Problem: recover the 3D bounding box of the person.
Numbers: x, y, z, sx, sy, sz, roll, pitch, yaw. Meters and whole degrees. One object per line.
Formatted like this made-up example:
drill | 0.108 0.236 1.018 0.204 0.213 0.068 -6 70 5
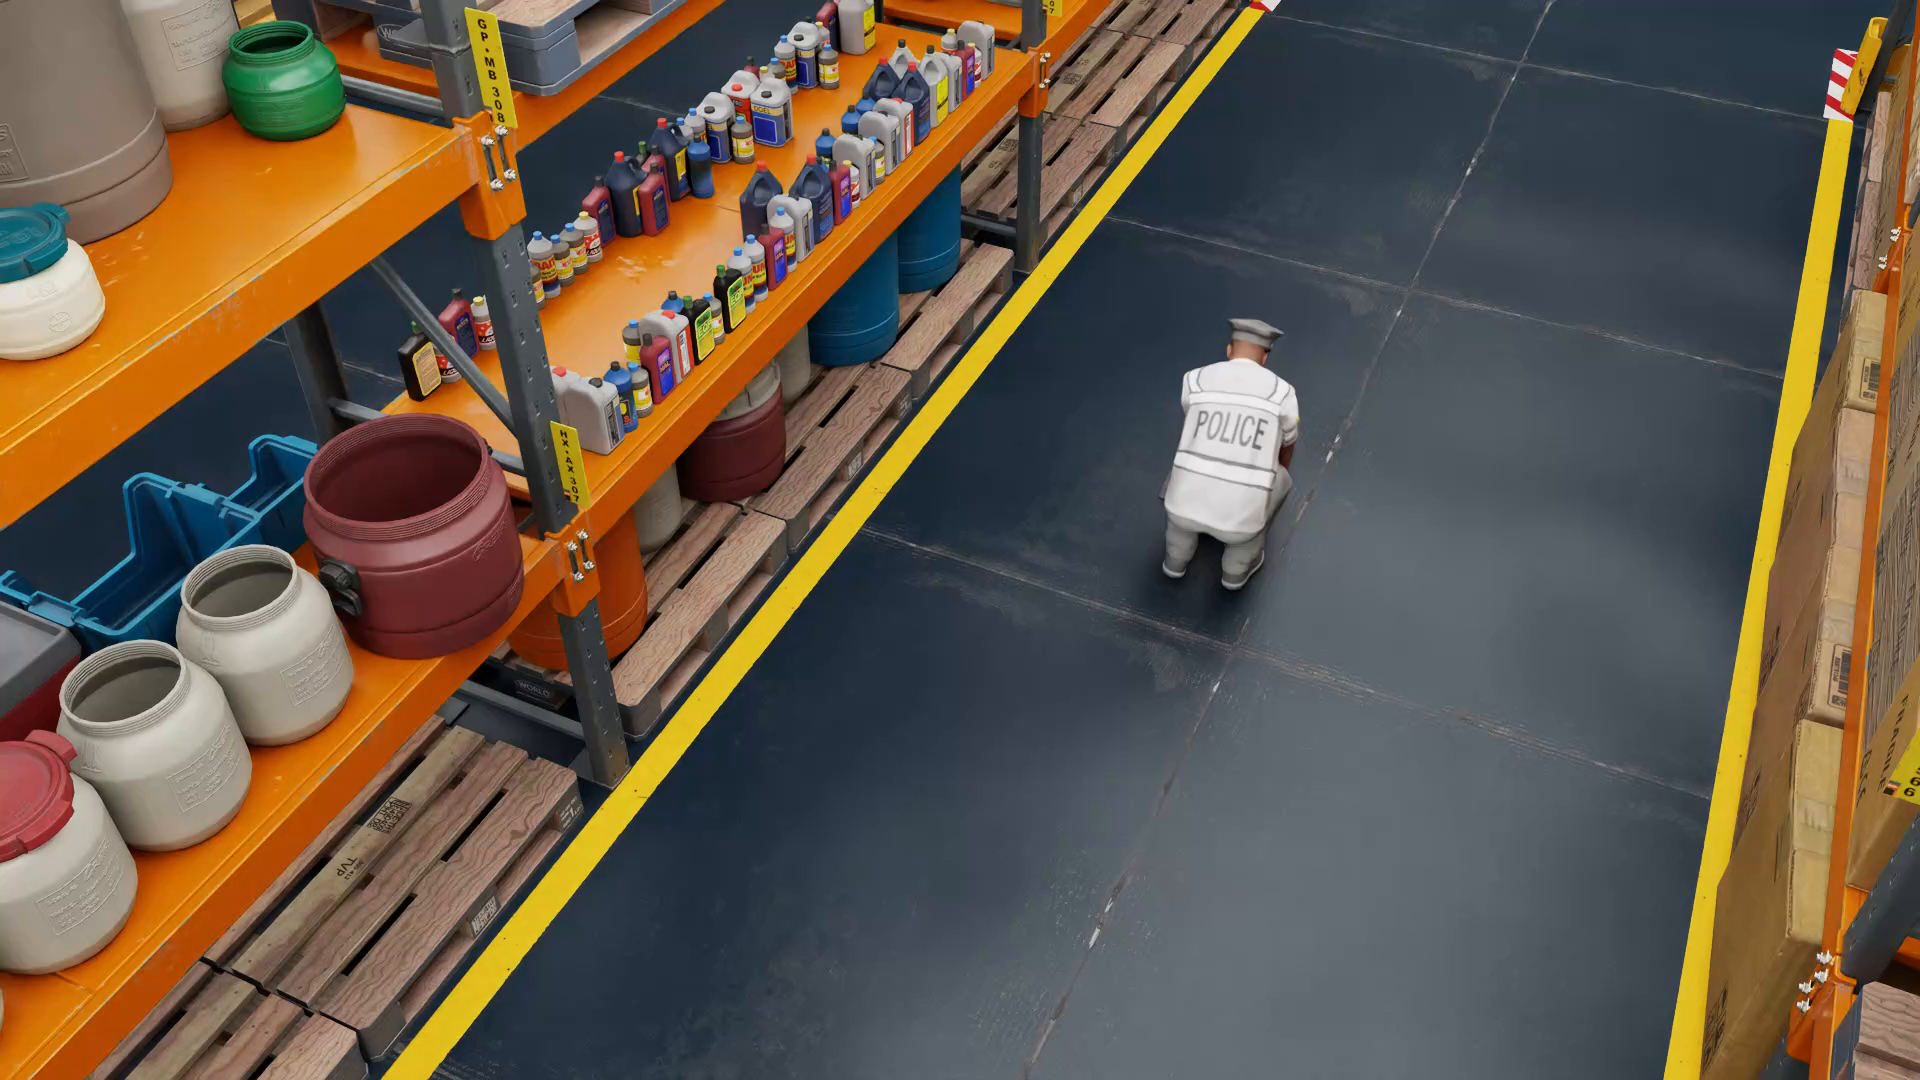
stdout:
person | 1.153 -0.344 7.093 0.527 1.031 0.914 16 44 17
